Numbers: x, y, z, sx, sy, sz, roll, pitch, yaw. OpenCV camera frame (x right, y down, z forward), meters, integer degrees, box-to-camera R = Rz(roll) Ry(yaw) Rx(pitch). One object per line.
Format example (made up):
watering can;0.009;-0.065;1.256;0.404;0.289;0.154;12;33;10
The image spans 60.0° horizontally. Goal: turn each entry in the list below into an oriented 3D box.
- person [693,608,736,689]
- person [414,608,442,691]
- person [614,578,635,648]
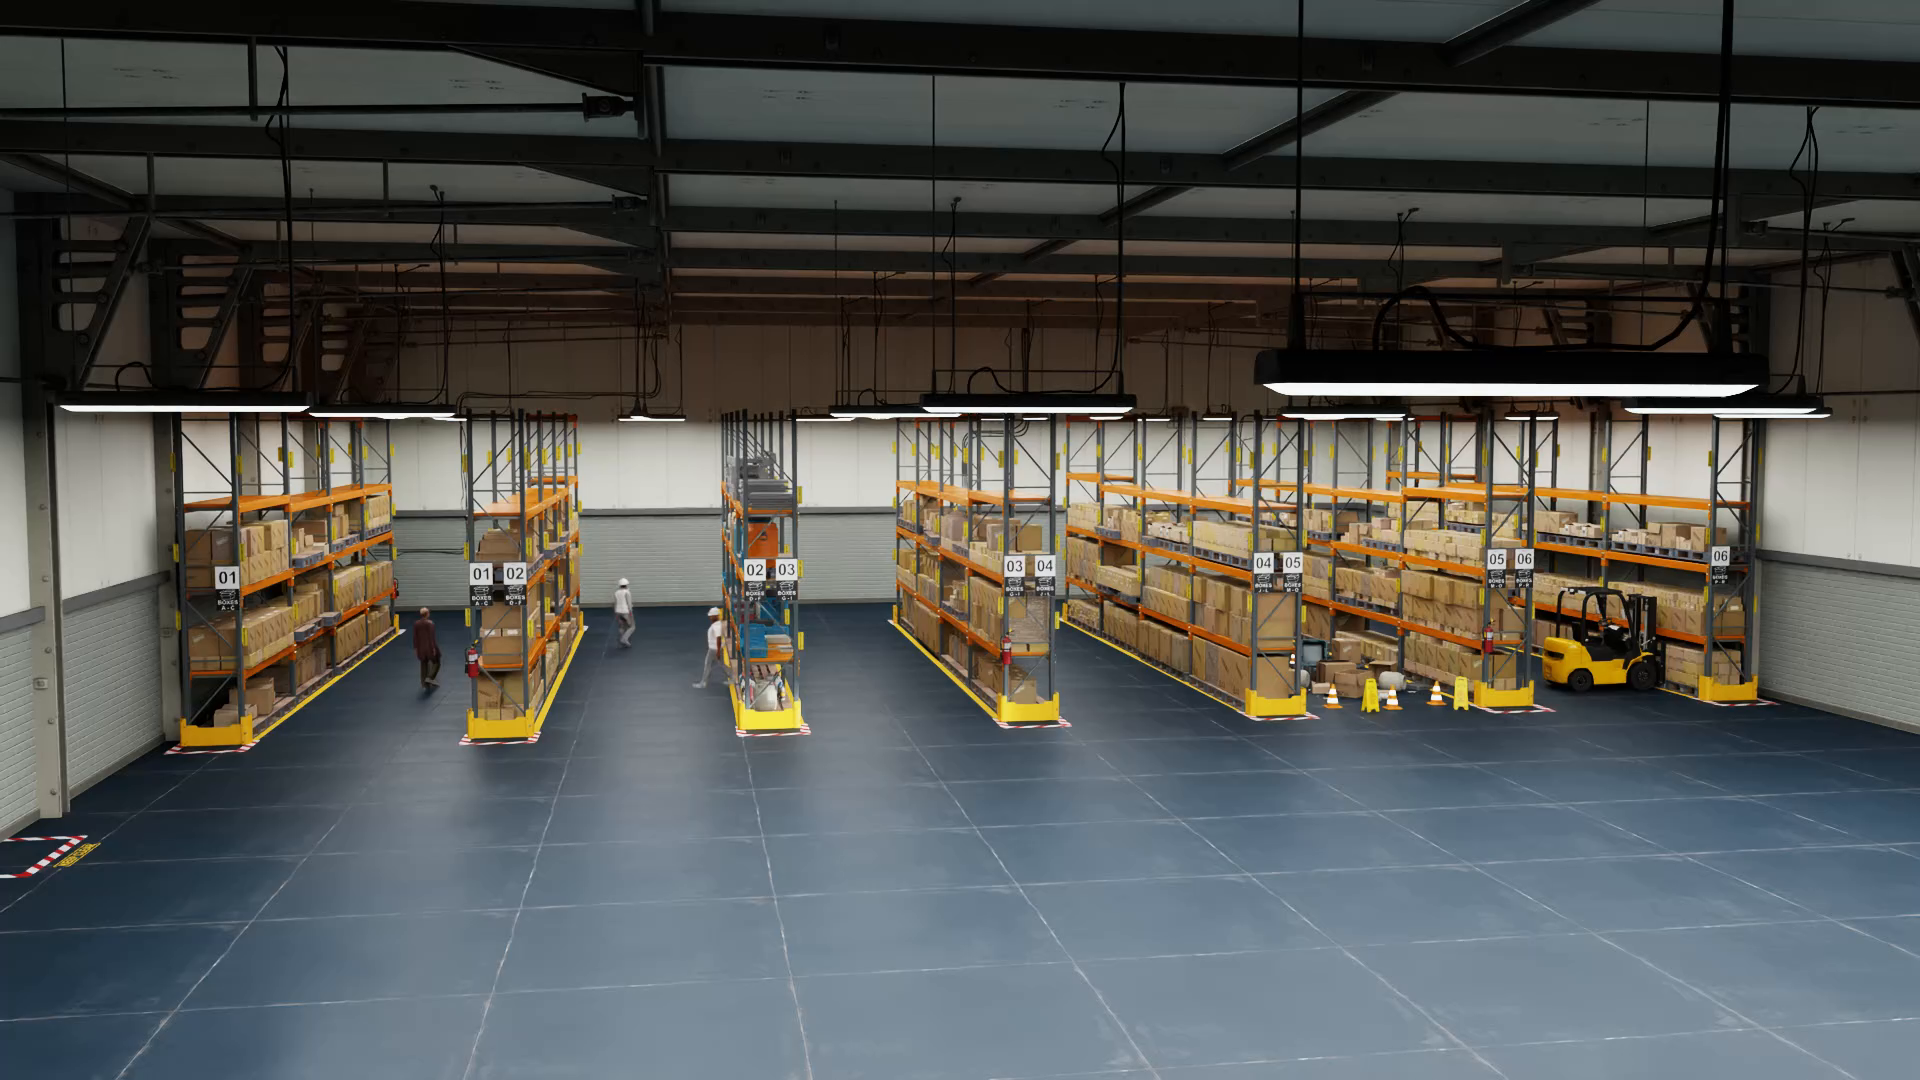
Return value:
person;-5.298;2.341;36.084;0.910;1.751;0.584;1;4;9
person;-11.458;2.343;35.693;0.624;1.770;0.571;0;4;2
person;-8.621;1.874;42.547;0.566;1.776;0.479;3;5;32
